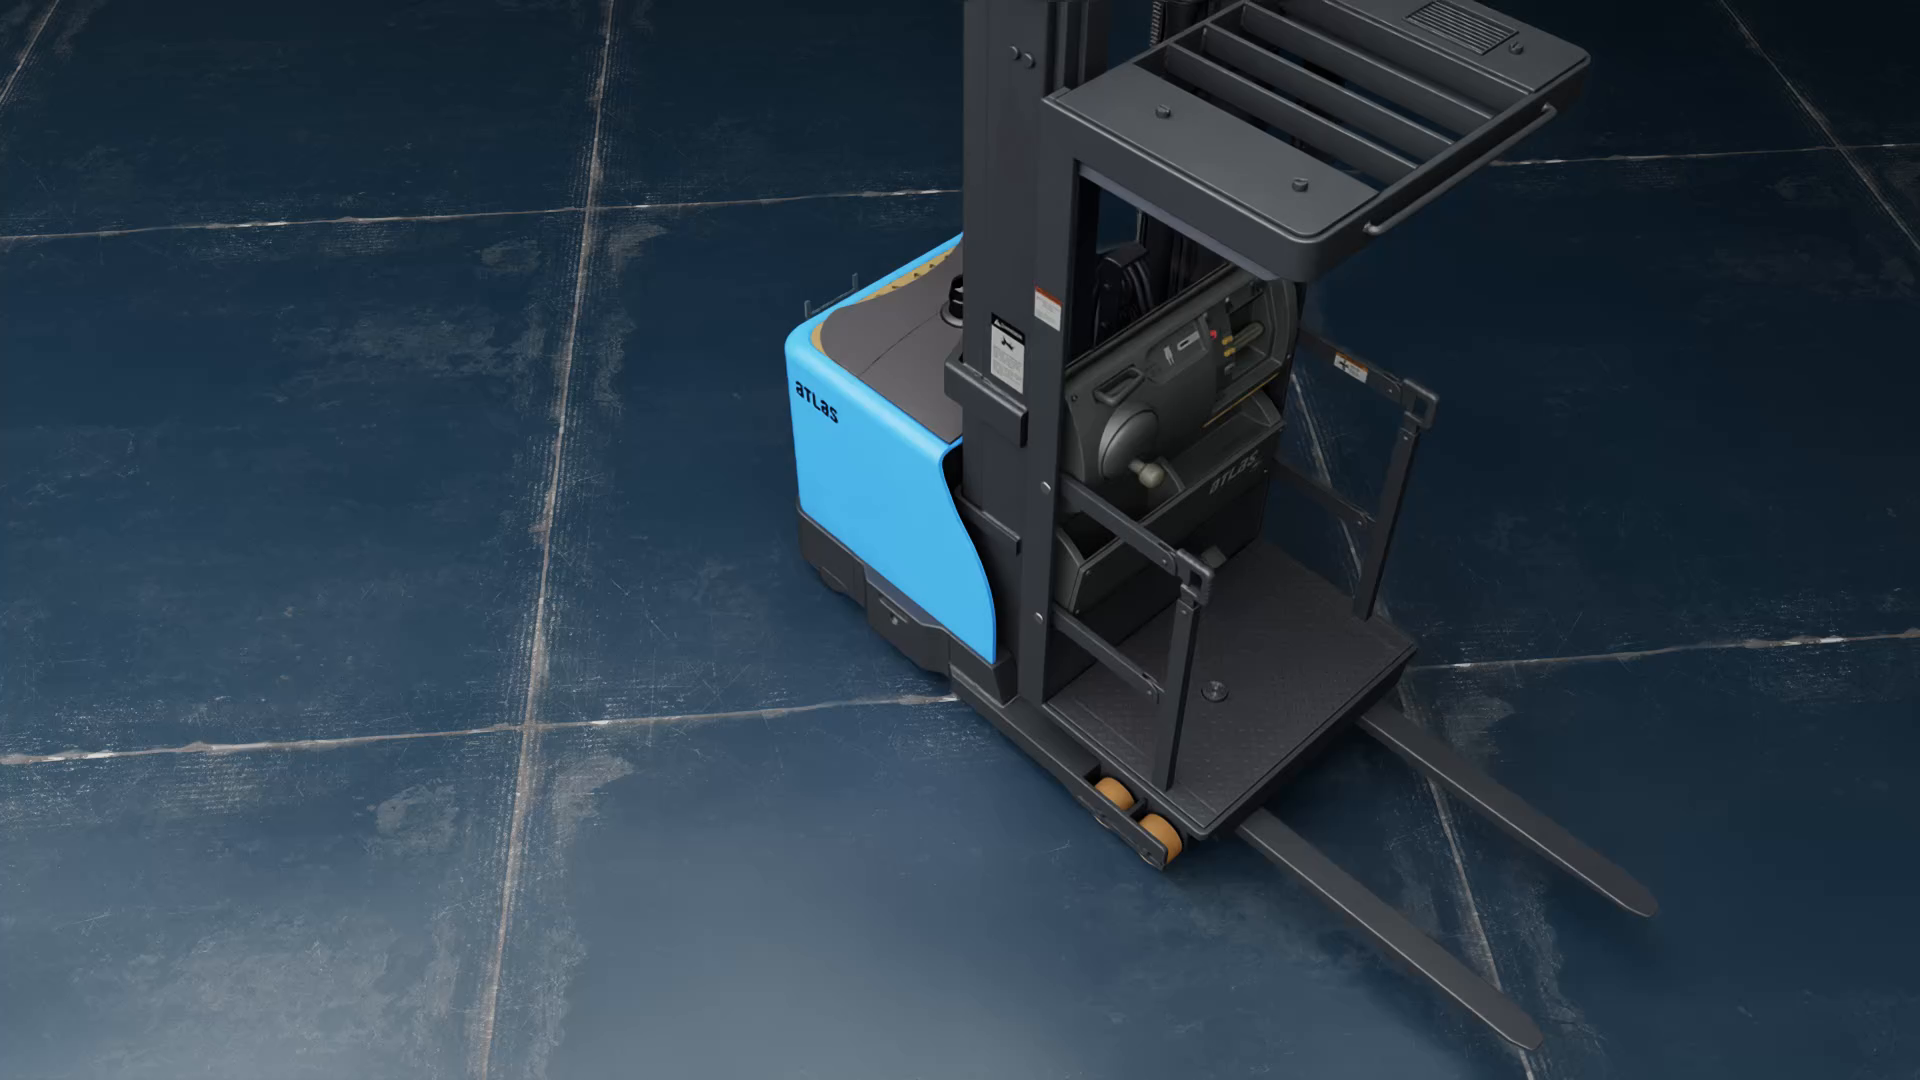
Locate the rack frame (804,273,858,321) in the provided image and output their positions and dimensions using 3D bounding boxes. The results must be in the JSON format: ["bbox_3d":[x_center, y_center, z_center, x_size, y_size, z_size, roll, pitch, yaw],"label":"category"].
[{"bbox_3d":[-0.453,-0.578,6.178,0.240,0.900,0.006,-35,55,-28],"label":"rack frame"}]

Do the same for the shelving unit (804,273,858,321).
[{"bbox_3d":[-0.383,-0.525,6.127,0.258,0.900,0.210,-35,55,-28],"label":"shelving unit"}]

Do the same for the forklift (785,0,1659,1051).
[{"bbox_3d":[0.789,-0.403,4.613,1.130,2.935,3.031,-35,55,-28],"label":"forklift"}]
